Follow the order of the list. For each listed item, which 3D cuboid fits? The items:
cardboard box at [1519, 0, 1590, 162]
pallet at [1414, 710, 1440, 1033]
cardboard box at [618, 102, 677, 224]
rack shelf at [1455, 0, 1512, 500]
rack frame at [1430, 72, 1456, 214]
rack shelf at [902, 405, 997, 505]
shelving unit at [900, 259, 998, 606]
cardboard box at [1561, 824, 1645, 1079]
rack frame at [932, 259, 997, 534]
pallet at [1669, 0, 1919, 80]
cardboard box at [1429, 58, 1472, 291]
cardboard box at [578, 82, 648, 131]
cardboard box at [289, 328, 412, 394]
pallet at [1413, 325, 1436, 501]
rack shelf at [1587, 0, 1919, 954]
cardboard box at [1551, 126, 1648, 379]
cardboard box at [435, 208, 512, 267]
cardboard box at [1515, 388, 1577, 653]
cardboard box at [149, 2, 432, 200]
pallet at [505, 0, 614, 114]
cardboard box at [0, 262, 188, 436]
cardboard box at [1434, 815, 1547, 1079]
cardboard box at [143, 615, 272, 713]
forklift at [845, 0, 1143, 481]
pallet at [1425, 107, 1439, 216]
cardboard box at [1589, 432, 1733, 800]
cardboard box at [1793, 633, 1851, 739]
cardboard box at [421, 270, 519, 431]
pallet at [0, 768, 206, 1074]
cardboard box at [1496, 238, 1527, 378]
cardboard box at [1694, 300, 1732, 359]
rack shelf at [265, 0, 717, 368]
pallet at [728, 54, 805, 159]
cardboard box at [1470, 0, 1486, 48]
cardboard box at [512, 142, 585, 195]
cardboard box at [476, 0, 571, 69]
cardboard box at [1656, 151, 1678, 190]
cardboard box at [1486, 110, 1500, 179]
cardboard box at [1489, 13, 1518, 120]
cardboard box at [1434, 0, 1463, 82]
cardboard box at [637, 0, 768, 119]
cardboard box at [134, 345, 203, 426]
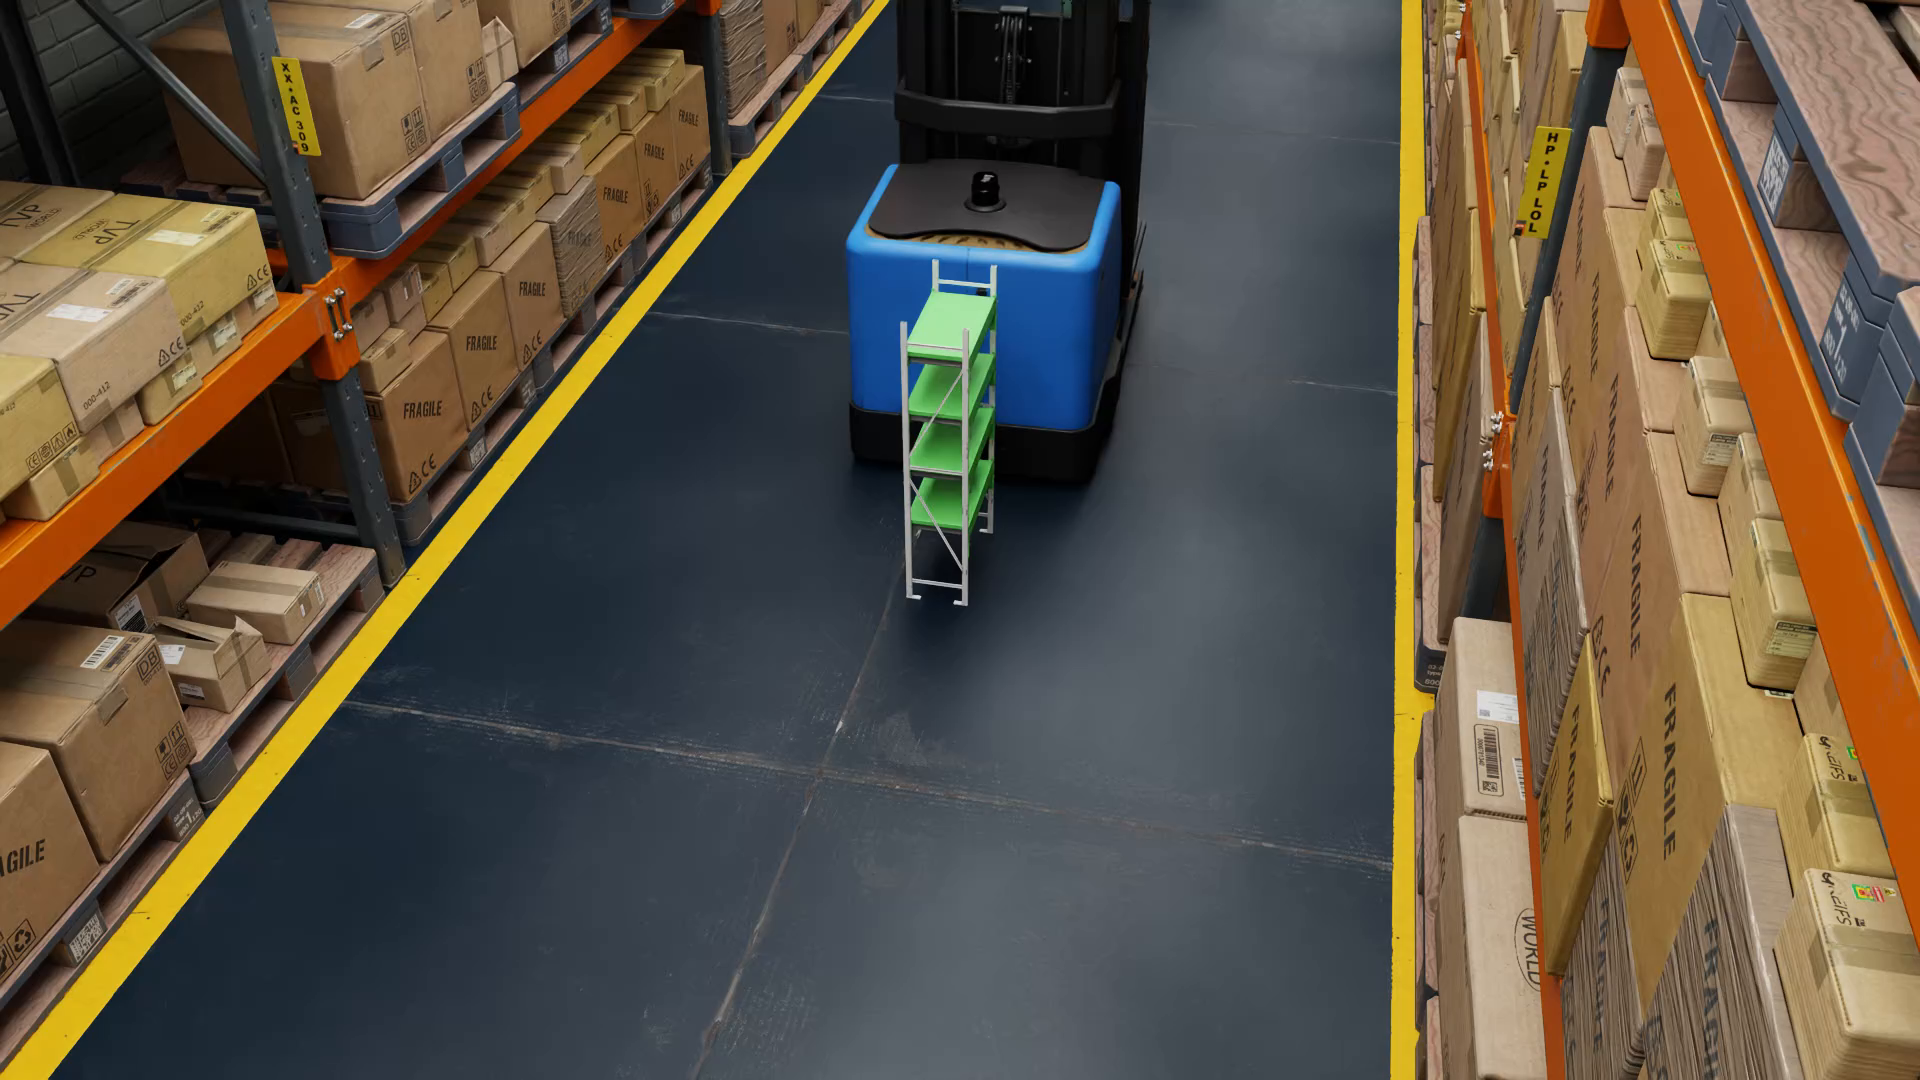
[{"bbox_3d":[2.117,-1.528,5.365,0.500,0.500,0.500,8,37,11],"label":"cardboard box"},{"bbox_3d":[1.924,1.058,5.111,1.003,0.211,1.213,7,37,10],"label":"pallet"},{"bbox_3d":[-1.830,-2.014,8.744,0.500,0.500,0.500,7,36,9],"label":"cardboard box"},{"bbox_3d":[2.590,-1.353,6.673,1.077,0.370,4.000,7,37,10],"label":"rack shelf"},{"bbox_3d":[3.017,-2.791,8.044,1.000,3.000,0.127,7,37,10],"label":"rack frame"},{"bbox_3d":[-0.035,-0.339,6.304,0.258,0.148,0.480,7,37,10],"label":"rack shelf"},{"bbox_3d":[-0.035,-0.391,6.267,0.258,1.200,0.503,7,37,10],"label":"shelving unit"},{"bbox_3d":[1.375,0.864,2.917,0.500,0.500,0.500,8,37,11],"label":"cardboard box"},{"bbox_3d":[0.017,-0.531,6.460,0.240,1.200,0.015,7,37,10],"label":"rack frame"},{"bbox_3d":[1.978,-1.208,3.381,1.003,0.211,1.213,7,37,10],"label":"pallet"},{"bbox_3d":[2.789,-1.715,8.013,0.875,0.875,0.875,7,37,10],"label":"cardboard box"},{"bbox_3d":[-1.818,-2.211,8.463,0.380,0.149,0.250,6,36,8],"label":"cardboard box"},{"bbox_3d":[-2.350,-0.710,6.393,0.380,0.149,0.250,9,37,12],"label":"cardboard box"},{"bbox_3d":[2.513,-0.522,7.290,1.003,0.211,1.213,7,37,10],"label":"pallet"},{"bbox_3d":[1.736,-0.274,2.629,1.077,0.370,4.000,7,37,10],"label":"rack shelf"},{"bbox_3d":[1.825,-0.700,4.223,0.500,0.500,0.500,8,37,10],"label":"cardboard box"},{"bbox_3d":[-2.188,-1.325,7.241,0.380,0.149,0.250,7,37,10],"label":"cardboard box"},{"bbox_3d":[1.696,-0.014,4.128,0.500,0.500,0.500,8,37,10],"label":"cardboard box"},{"bbox_3d":[-2.365,-1.577,5.927,0.700,0.500,0.500,8,37,11],"label":"cardboard box"},{"bbox_3d":[-2.243,-2.217,7.417,1.003,0.211,1.213,7,37,10],"label":"pallet"},{"bbox_3d":[-2.650,-0.566,4.849,0.500,0.250,0.500,7,37,10],"label":"cardboard box"},{"bbox_3d":[1.734,1.230,4.323,0.875,0.438,0.875,6,36,9],"label":"cardboard box"},{"bbox_3d":[-2.595,0.380,5.641,0.396,0.266,0.258,9,37,12],"label":"cardboard box"},{"bbox_3d":[0.315,-2.297,7.422,1.130,2.935,3.031,7,36,9],"label":"forklift"},{"bbox_3d":[3.186,-2.109,9.480,1.003,0.211,1.213,7,37,10],"label":"pallet"},{"bbox_3d":[1.480,0.170,3.023,0.500,0.500,0.500,7,37,10],"label":"cardboard box"},{"bbox_3d":[1.412,0.270,2.332,0.380,0.149,0.250,7,37,10],"label":"cardboard box"},{"bbox_3d":[-2.260,-0.831,7.113,0.500,0.500,0.500,7,36,9],"label":"cardboard box"},{"bbox_3d":[-3.093,1.107,5.043,1.003,0.211,1.213,7,37,10],"label":"pallet"},{"bbox_3d":[2.013,-0.725,5.323,0.500,0.250,0.500,6,36,9],"label":"cardboard box"},{"bbox_3d":[1.618,-0.318,3.143,0.380,0.149,0.250,7,37,10],"label":"cardboard box"},{"bbox_3d":[-2.260,-1.973,7.529,1.077,0.370,4.000,7,37,10],"label":"rack shelf"},{"bbox_3d":[-1.618,-2.749,10.363,1.003,0.211,1.213,7,37,10],"label":"pallet"},{"bbox_3d":[2.667,-2.481,7.745,0.500,0.250,0.500,7,36,9],"label":"cardboard box"},{"bbox_3d":[-2.001,-1.760,7.841,0.380,0.149,0.250,6,36,8],"label":"cardboard box"},{"bbox_3d":[-2.087,-2.324,6.958,0.700,0.500,0.500,7,37,10],"label":"cardboard box"},{"bbox_3d":[1.790,-0.756,3.747,0.380,0.149,0.250,7,36,9],"label":"cardboard box"},{"bbox_3d":[2.355,-1.601,6.531,0.500,0.250,0.500,7,37,10],"label":"cardboard box"},{"bbox_3d":[2.317,-1.803,6.384,0.500,0.250,0.500,8,37,11],"label":"cardboard box"},{"bbox_3d":[3.465,-3.077,10.321,0.950,0.372,0.625,8,37,12],"label":"cardboard box"},{"bbox_3d":[-1.686,-2.975,9.964,0.875,0.625,0.625,8,37,11],"label":"cardboard box"},{"bbox_3d":[-2.574,-0.497,5.094,0.380,0.149,0.250,8,37,11],"label":"cardboard box"}]
